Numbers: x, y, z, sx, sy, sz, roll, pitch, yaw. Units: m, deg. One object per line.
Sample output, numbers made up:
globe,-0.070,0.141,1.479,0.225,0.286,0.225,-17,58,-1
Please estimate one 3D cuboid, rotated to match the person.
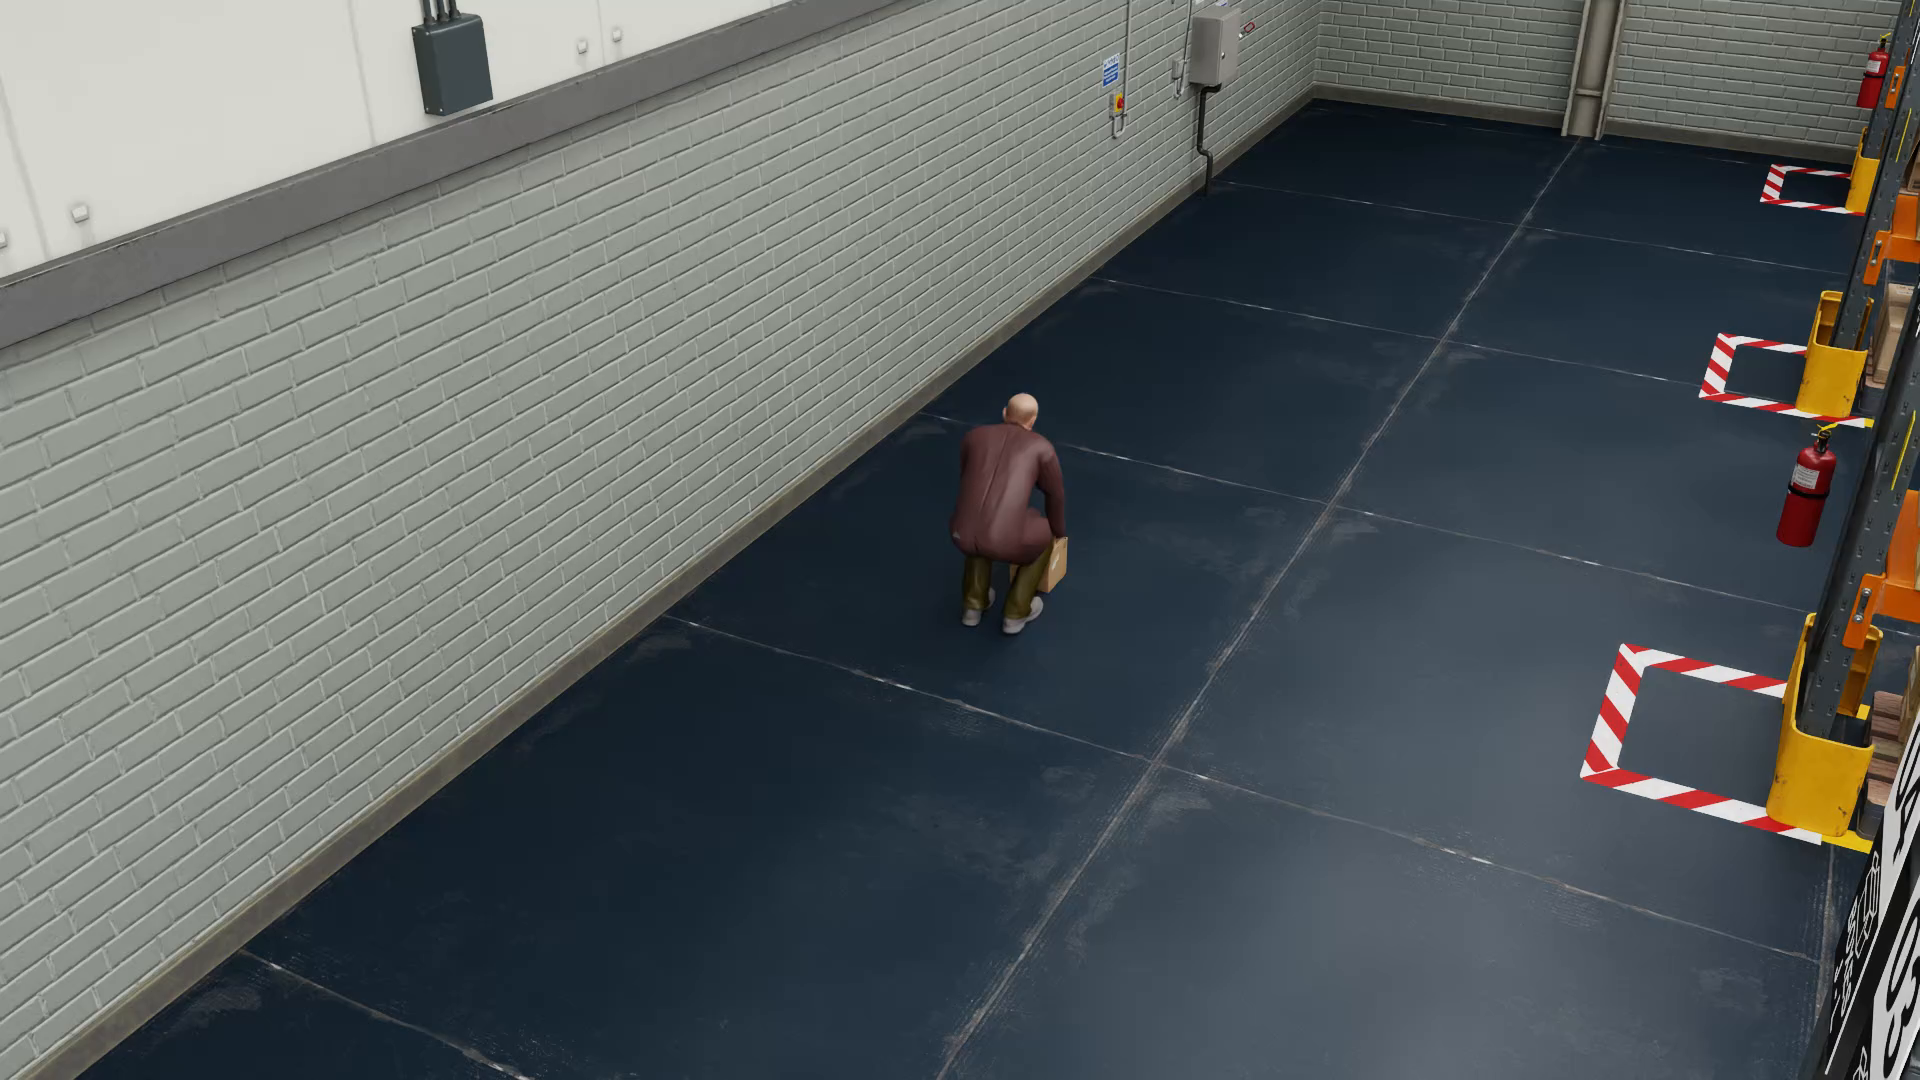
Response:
person,0.225,-0.124,9.112,0.625,1.204,0.814,14,33,23
